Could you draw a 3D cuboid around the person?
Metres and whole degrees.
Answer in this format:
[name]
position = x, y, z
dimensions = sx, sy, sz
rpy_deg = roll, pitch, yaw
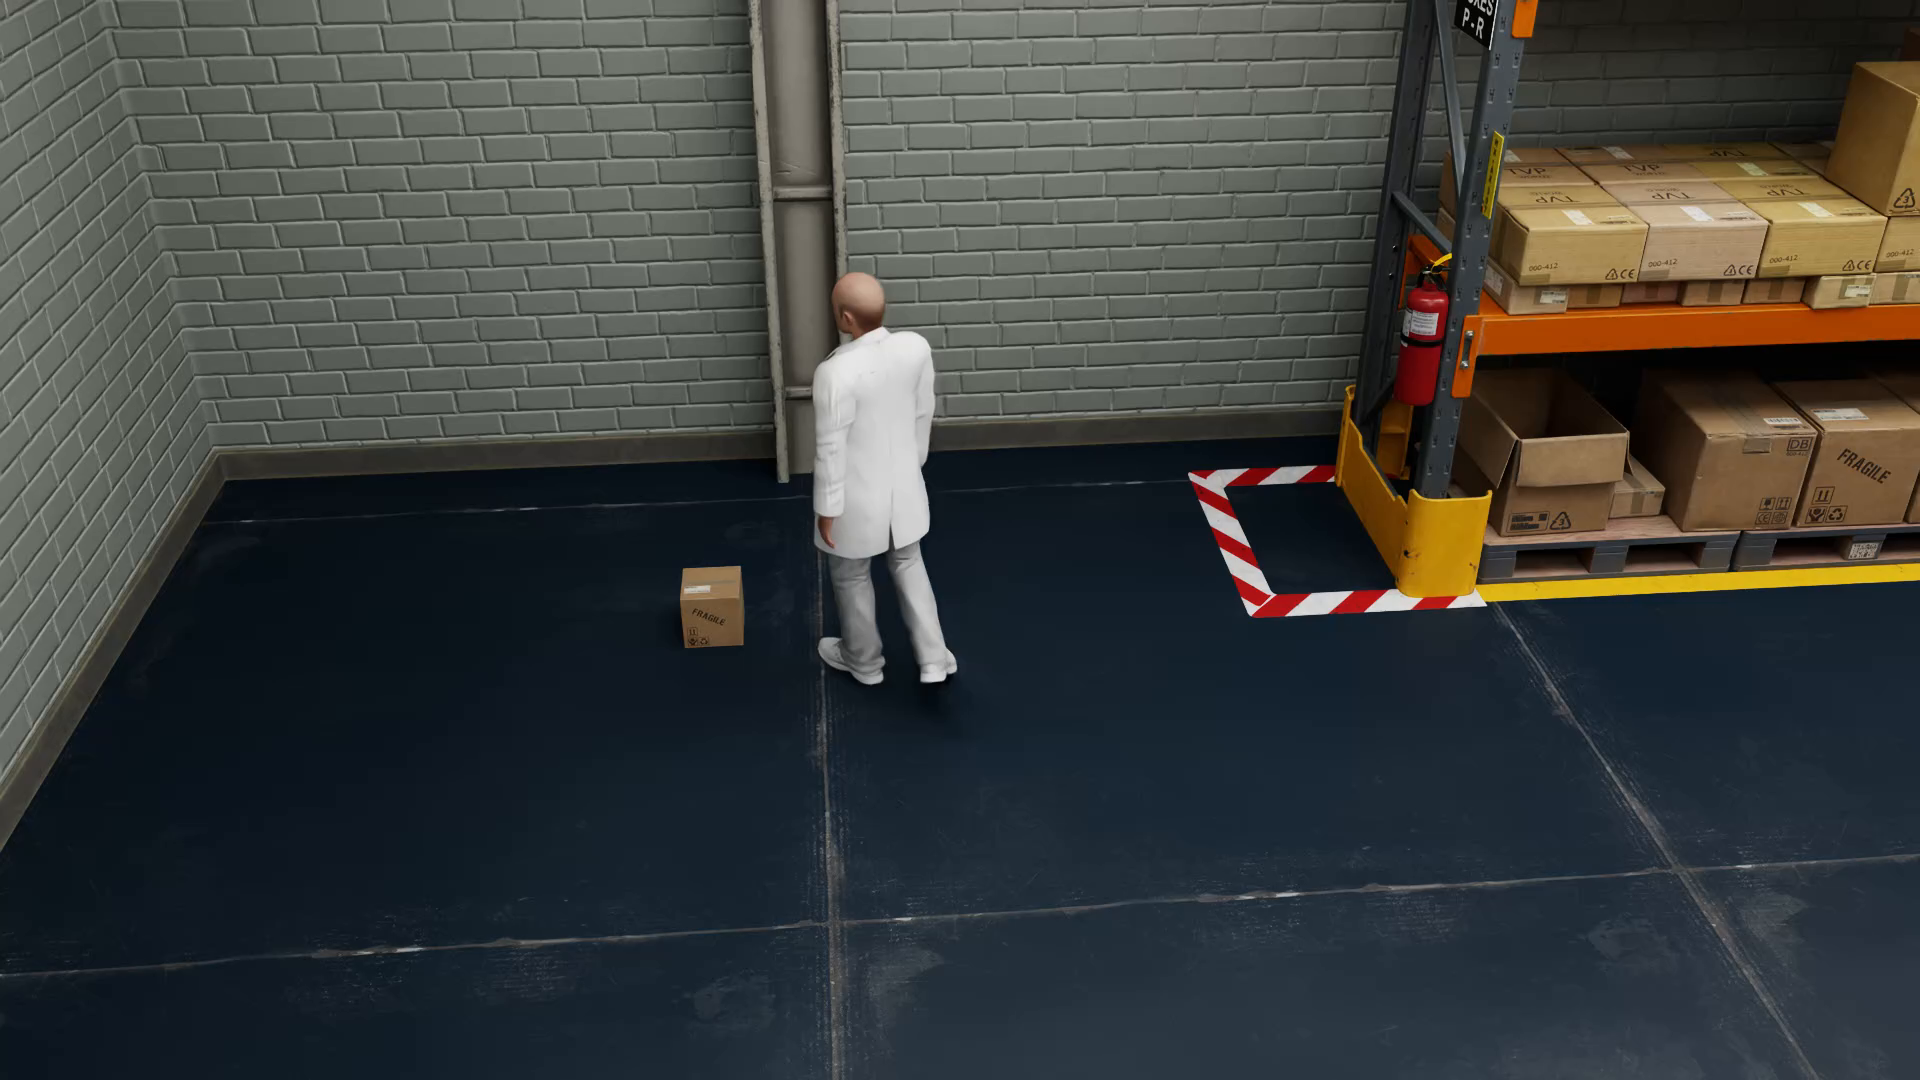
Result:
[person]
position = -0.326, -0.107, 6.506
dimensions = 0.586, 1.583, 0.665
rpy_deg = -21, 37, -31
